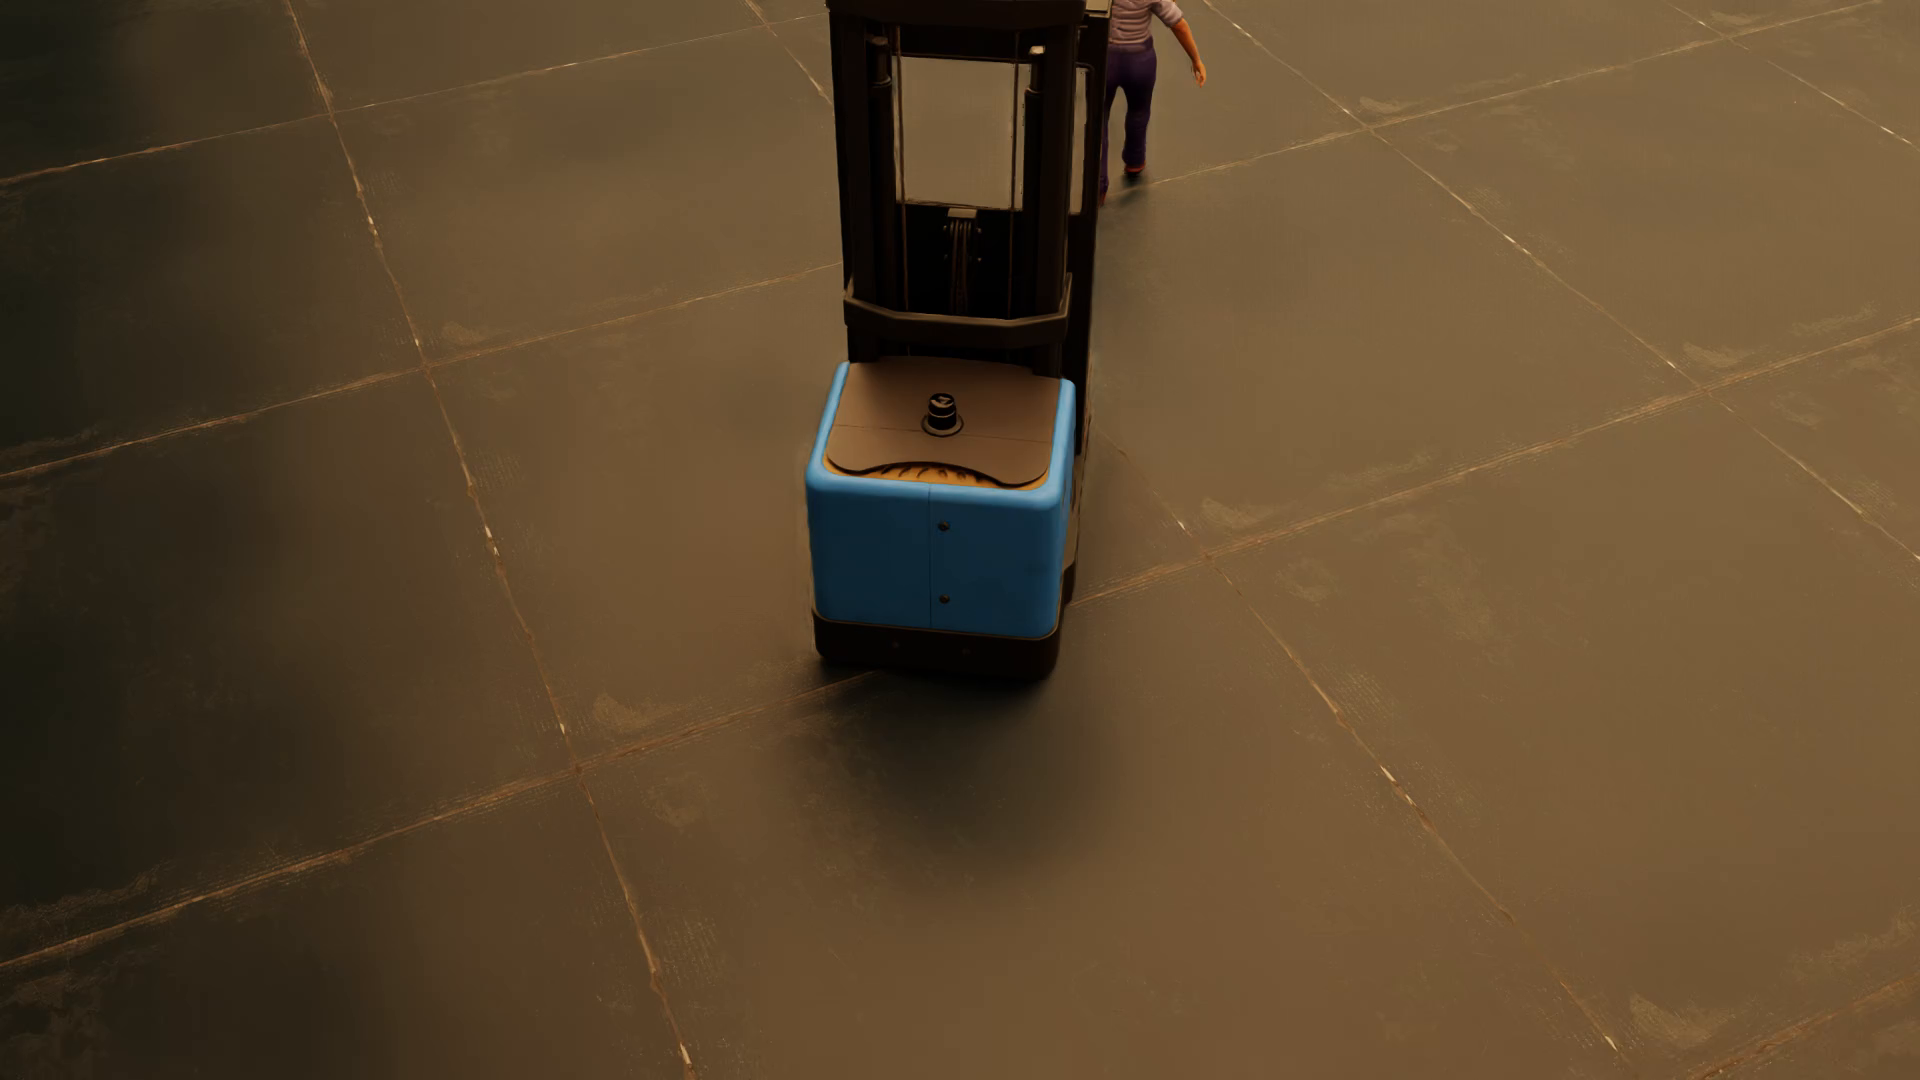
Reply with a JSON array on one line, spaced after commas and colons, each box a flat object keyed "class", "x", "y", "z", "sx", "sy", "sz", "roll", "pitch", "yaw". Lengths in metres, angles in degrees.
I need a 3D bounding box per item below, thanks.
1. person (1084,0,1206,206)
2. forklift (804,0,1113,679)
[{"class": "person", "x": 0.962, "y": -2.779, "z": 9.651, "sx": 0.926, "sy": 1.655, "sz": 0.665, "roll": 4, "pitch": 43, "yaw": 4}, {"class": "forklift", "x": 0.067, "y": -1.487, "z": 7.274, "sx": 1.130, "sy": 2.935, "sz": 3.031, "roll": 5, "pitch": 43, "yaw": 5}]
